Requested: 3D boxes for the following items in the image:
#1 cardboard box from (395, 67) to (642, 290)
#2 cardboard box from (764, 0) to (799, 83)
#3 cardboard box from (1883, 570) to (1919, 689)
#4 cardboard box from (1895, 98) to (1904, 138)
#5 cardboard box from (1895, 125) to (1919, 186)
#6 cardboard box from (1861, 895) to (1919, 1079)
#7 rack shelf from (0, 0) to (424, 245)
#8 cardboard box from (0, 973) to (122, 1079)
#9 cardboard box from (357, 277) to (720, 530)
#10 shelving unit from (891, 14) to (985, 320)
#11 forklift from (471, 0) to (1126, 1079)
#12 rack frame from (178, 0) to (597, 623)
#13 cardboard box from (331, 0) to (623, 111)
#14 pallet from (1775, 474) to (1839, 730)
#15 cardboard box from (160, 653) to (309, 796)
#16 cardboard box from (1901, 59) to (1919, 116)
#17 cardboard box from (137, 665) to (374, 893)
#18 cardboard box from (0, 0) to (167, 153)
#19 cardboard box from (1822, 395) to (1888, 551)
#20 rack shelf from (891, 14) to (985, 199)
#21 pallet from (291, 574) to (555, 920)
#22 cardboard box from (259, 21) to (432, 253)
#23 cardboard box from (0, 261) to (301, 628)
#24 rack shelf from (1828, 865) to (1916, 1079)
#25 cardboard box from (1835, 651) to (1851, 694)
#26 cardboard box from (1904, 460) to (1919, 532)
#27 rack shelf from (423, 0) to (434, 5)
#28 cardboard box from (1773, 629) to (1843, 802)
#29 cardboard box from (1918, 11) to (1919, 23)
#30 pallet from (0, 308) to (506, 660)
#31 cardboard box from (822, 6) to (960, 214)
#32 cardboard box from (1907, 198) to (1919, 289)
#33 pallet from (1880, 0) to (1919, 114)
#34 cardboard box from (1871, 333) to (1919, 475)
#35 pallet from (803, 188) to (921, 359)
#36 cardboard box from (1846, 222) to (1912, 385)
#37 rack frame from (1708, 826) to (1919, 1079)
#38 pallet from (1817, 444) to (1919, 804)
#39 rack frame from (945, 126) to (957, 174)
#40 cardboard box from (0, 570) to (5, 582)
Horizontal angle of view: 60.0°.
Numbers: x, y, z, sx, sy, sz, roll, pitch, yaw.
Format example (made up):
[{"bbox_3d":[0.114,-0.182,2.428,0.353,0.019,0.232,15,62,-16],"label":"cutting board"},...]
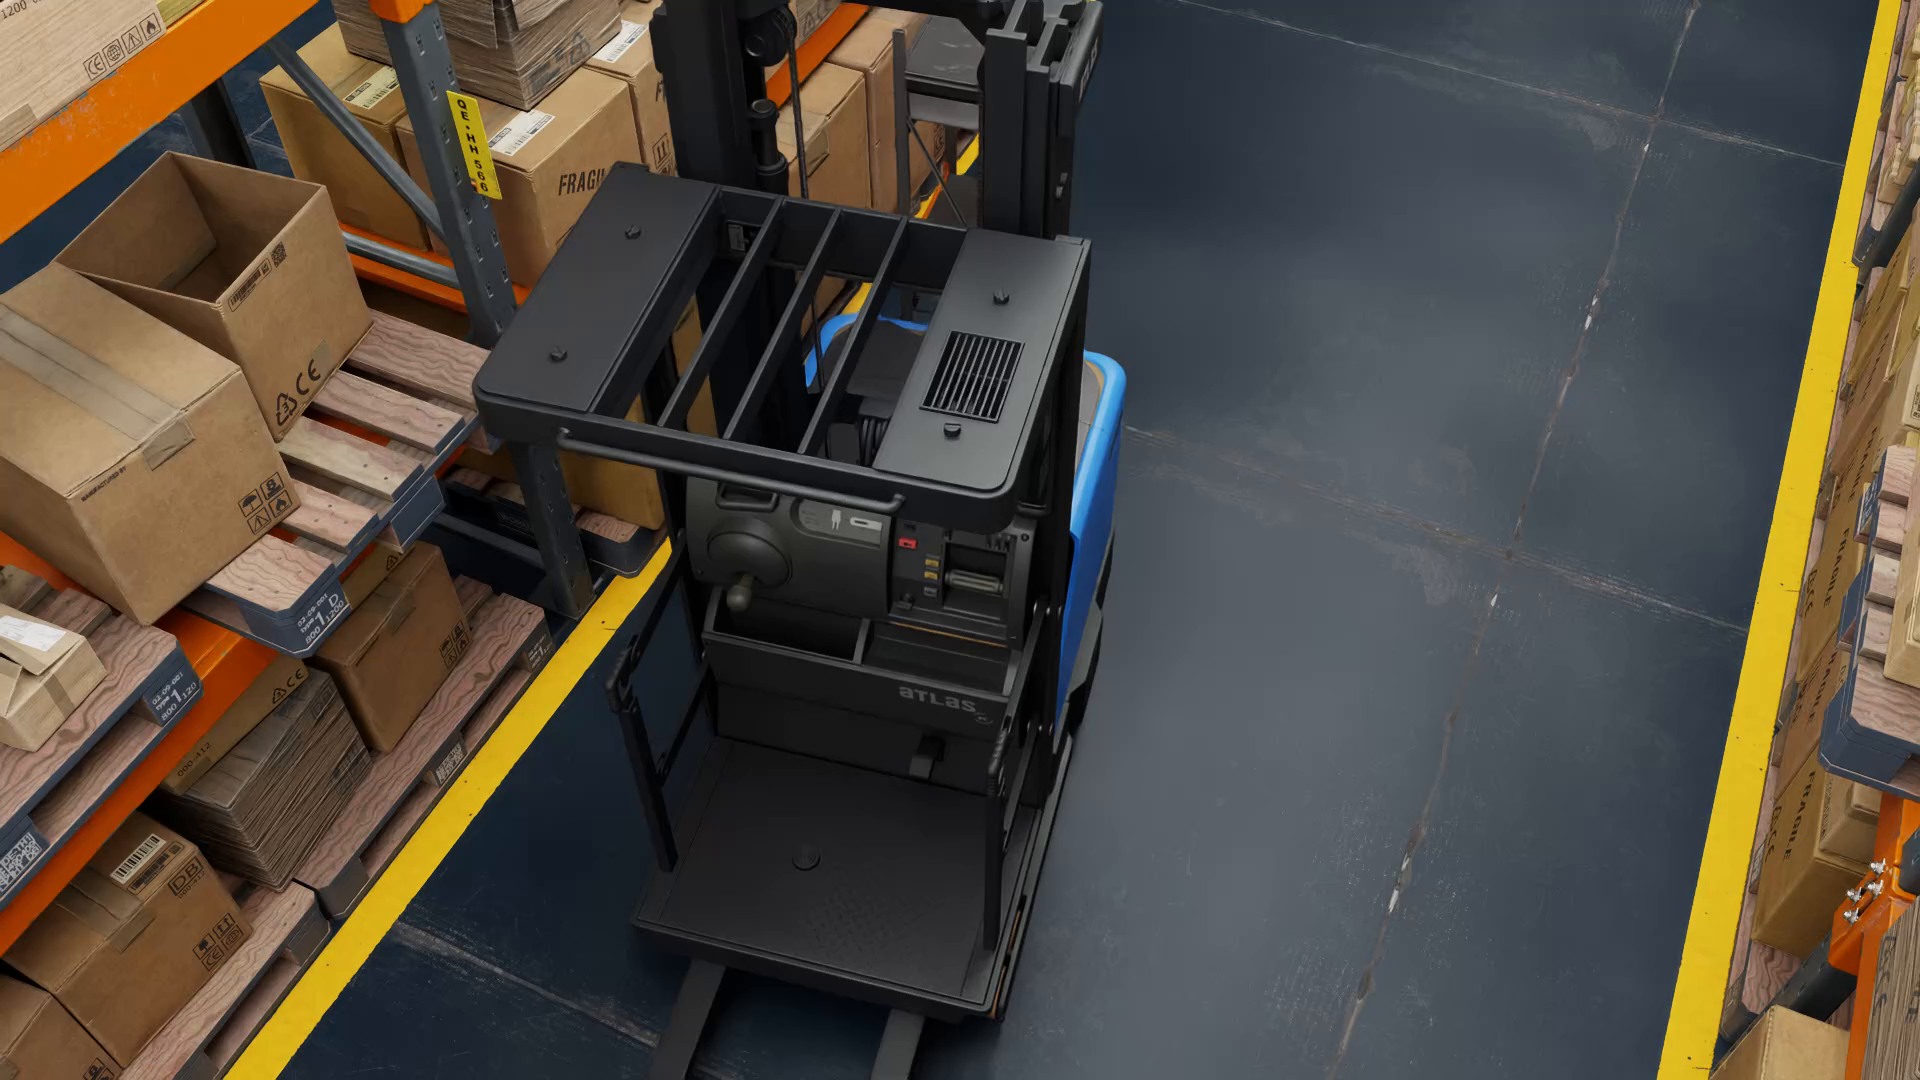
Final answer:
[{"bbox_3d":[-1.348,-1.157,5.200,0.500,0.500,0.500,21,53,17],"label":"cardboard box"},{"bbox_3d":[-0.914,-1.867,5.803,0.500,0.500,0.500,19,52,15],"label":"cardboard box"},{"bbox_3d":[2.435,0.261,3.948,0.380,0.149,0.250,21,53,17],"label":"cardboard box"},{"bbox_3d":[4.449,-1.897,7.491,0.380,0.149,0.250,18,52,15],"label":"cardboard box"},{"bbox_3d":[4.196,-1.579,7.025,0.380,0.149,0.250,21,53,17],"label":"cardboard box"},{"bbox_3d":[2.204,0.994,3.369,0.500,0.500,0.500,20,53,16],"label":"cardboard box"},{"bbox_3d":[-2.656,-0.240,2.988,1.077,0.370,4.000,20,52,16],"label":"rack shelf"},{"bbox_3d":[-2.770,1.420,4.425,0.700,0.500,0.500,16,51,13],"label":"cardboard box"},{"bbox_3d":[-1.488,-0.795,6.076,1.225,0.875,0.875,18,52,14],"label":"cardboard box"},{"bbox_3d":[0.073,-0.905,5.642,0.431,2.100,0.503,13,51,11],"label":"shelving unit"},{"bbox_3d":[-0.321,0.150,4.198,1.130,2.935,3.031,11,51,10],"label":"forklift"},{"bbox_3d":[-1.802,-0.879,5.028,1.000,3.000,0.127,20,52,16],"label":"rack frame"},{"bbox_3d":[-1.475,-1.734,5.032,0.797,0.503,0.637,21,53,17],"label":"cardboard box"},{"bbox_3d":[3.497,0.334,5.827,1.003,0.211,1.213,20,52,16],"label":"pallet"},{"bbox_3d":[-2.278,0.385,4.813,0.500,0.250,0.500,25,54,20],"label":"cardboard box"},{"bbox_3d":[4.398,-1.959,7.348,0.380,0.149,0.250,18,52,15],"label":"cardboard box"},{"bbox_3d":[-2.295,0.643,5.086,0.700,0.500,0.500,16,51,13],"label":"cardboard box"},{"bbox_3d":[-1.983,-1.049,3.302,0.500,0.250,0.500,20,52,16],"label":"cardboard box"},{"bbox_3d":[3.357,-0.123,5.751,0.500,0.500,0.500,21,53,17],"label":"cardboard box"},{"bbox_3d":[0.073,-1.350,5.119,0.431,0.518,0.480,13,51,11],"label":"rack shelf"},{"bbox_3d":[-2.137,0.563,5.633,1.003,0.211,1.213,20,52,16],"label":"pallet"},{"bbox_3d":[-1.815,-1.332,5.348,0.500,0.500,0.500,21,53,17],"label":"cardboard box"},{"bbox_3d":[-2.144,-0.245,4.148,0.700,0.500,0.500,27,55,21],"label":"cardboard box"},{"bbox_3d":[1.785,2.415,2.698,1.077,0.370,4.000,20,52,16],"label":"rack shelf"},{"bbox_3d":[2.900,0.328,4.874,0.500,0.250,0.500,20,53,17],"label":"cardboard box"},{"bbox_3d":[2.652,-0.087,4.244,0.380,0.149,0.250,21,53,17],"label":"cardboard box"},{"bbox_3d":[-0.947,-2.995,5.332,1.077,0.370,4.000,20,52,16],"label":"rack shelf"},{"bbox_3d":[2.909,0.584,5.149,0.500,0.500,0.500,22,53,18],"label":"cardboard box"},{"bbox_3d":[4.895,-2.590,8.081,0.380,0.149,0.250,20,52,16],"label":"cardboard box"},{"bbox_3d":[-2.010,-0.291,4.654,1.213,0.211,1.003,20,52,16],"label":"pallet"},{"bbox_3d":[-0.729,-2.018,7.117,1.225,0.875,0.875,18,52,15],"label":"cardboard box"},{"bbox_3d":[3.794,-1.096,6.086,0.500,0.250,0.500,18,52,15],"label":"cardboard box"},{"bbox_3d":[5.123,-2.363,8.122,1.003,0.211,1.213,20,52,16],"label":"pallet"},{"bbox_3d":[3.347,-0.379,5.476,0.500,0.250,0.500,22,53,17],"label":"cardboard box"},{"bbox_3d":[-0.874,-1.330,7.243,1.003,0.211,1.213,20,52,16],"label":"pallet"},{"bbox_3d":[3.793,-0.853,6.372,0.500,0.500,0.500,22,53,17],"label":"cardboard box"},{"bbox_3d":[2.639,0.805,3.596,1.000,3.000,0.127,20,52,16],"label":"rack frame"},{"bbox_3d":[2.848,0.341,4.116,1.213,0.211,1.003,20,52,16],"label":"pallet"},{"bbox_3d":[0.145,-1.083,5.793,0.400,2.100,0.015,13,51,11],"label":"rack frame"},{"bbox_3d":[-2.726,0.113,4.007,0.500,0.250,0.500,18,52,15],"label":"cardboard box"}]
